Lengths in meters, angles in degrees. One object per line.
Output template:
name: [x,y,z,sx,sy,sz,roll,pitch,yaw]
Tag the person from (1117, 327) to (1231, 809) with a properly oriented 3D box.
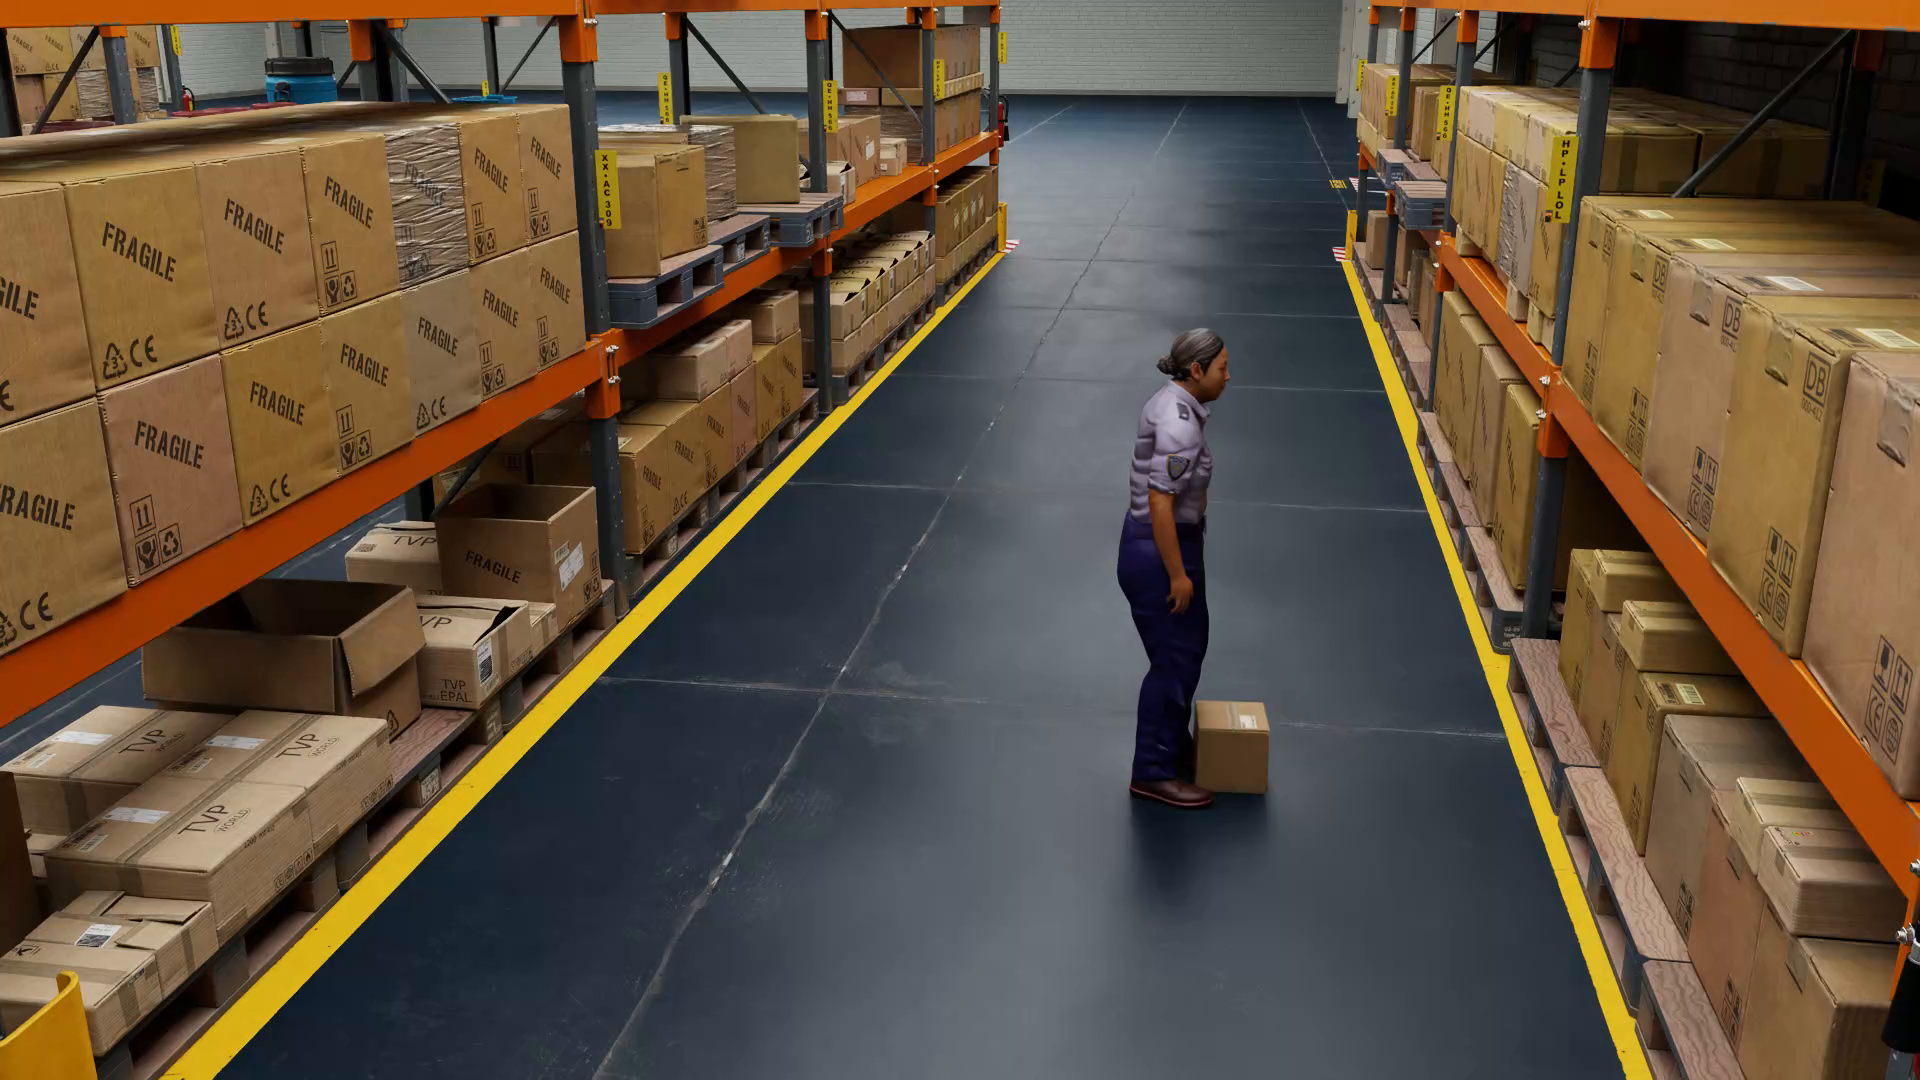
person: [0.766,0.076,5.834,0.424,1.650,0.546,2,18,6]
